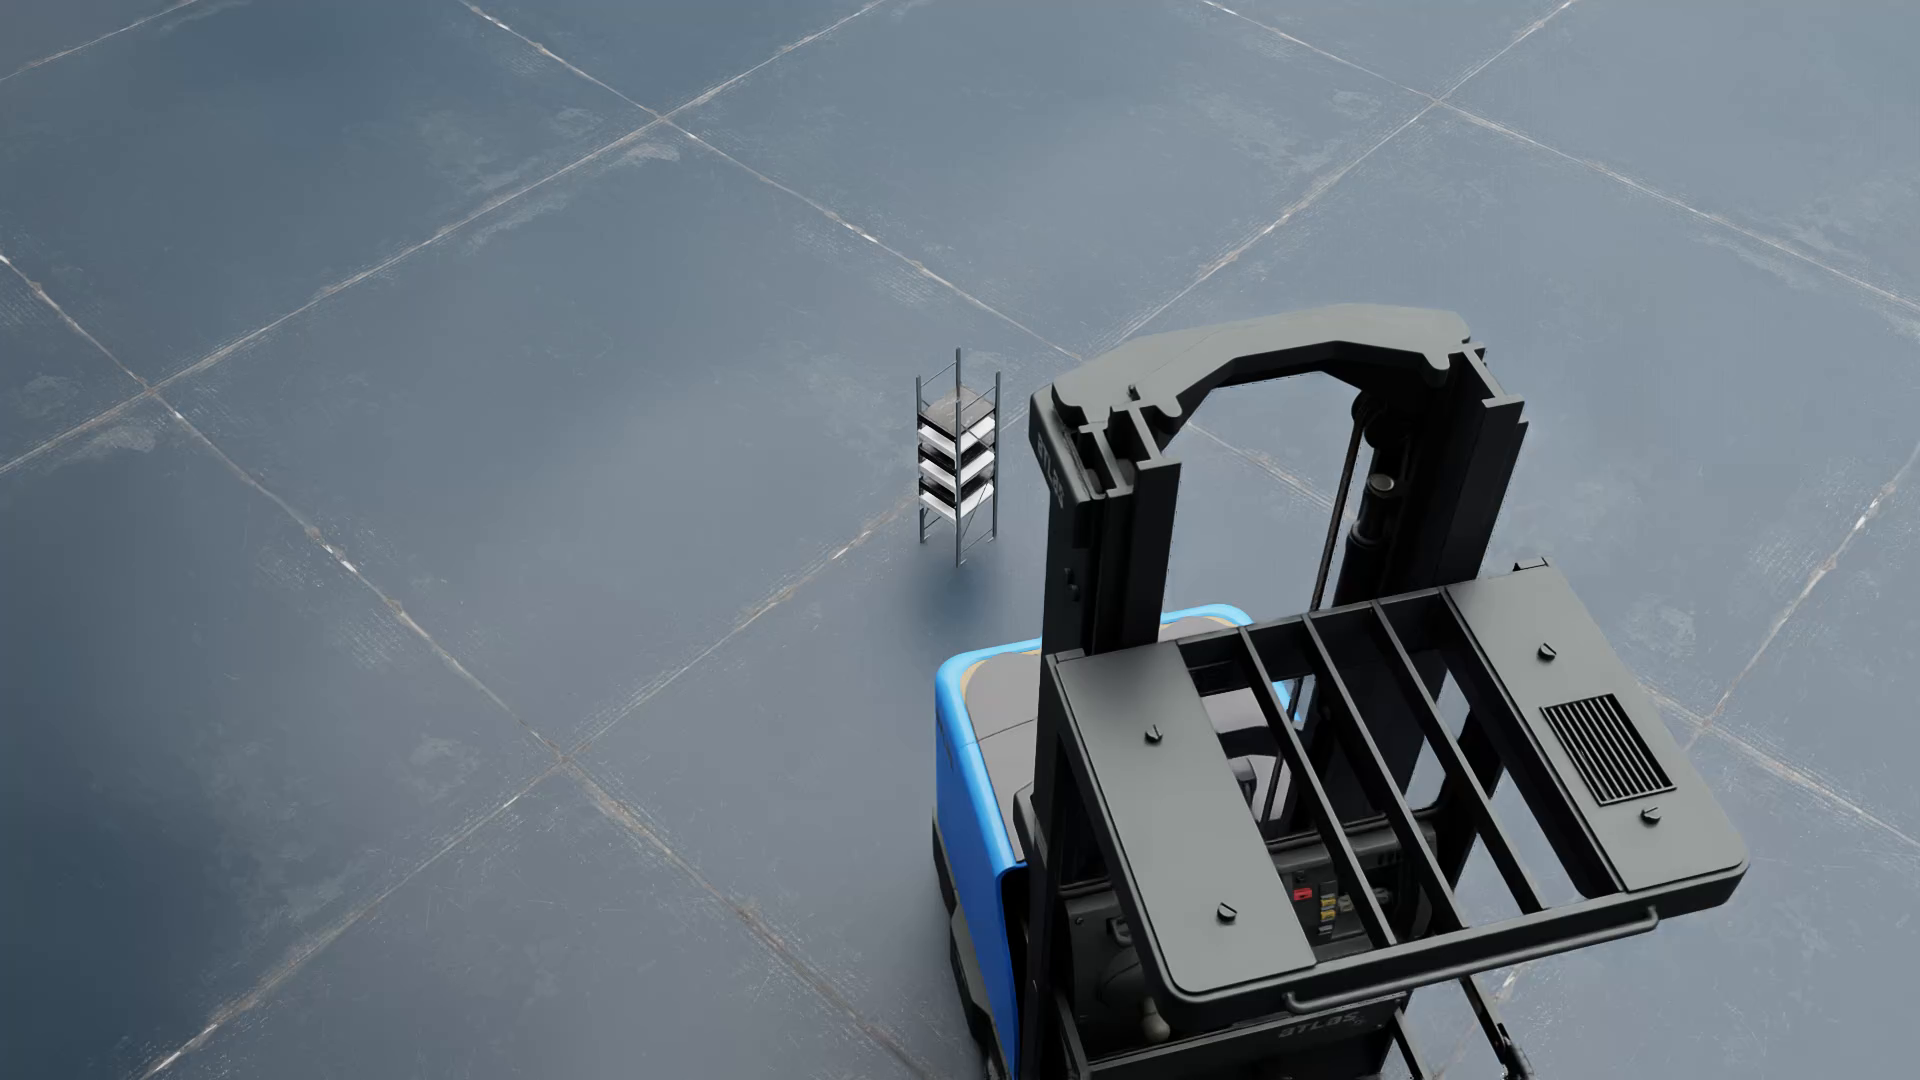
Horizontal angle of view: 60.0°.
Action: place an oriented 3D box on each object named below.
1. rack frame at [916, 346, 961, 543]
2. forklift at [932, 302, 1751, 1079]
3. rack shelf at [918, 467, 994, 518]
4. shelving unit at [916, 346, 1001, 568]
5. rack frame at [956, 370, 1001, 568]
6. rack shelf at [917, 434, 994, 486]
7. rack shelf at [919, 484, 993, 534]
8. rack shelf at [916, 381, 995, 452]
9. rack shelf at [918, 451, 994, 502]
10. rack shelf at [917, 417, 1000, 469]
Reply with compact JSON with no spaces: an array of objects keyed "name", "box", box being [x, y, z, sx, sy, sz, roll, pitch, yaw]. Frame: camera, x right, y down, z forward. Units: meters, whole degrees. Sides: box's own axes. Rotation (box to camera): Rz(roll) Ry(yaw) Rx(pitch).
[{"name":"rack frame","box":[-0.081,-0.362,6.581,0.006,0.900,0.240,34,55,28]},{"name":"forklift","box":[0.764,1.047,3.865,1.130,2.935,3.031,-10,48,-10]},{"name":"rack shelf","box":[-0.006,-0.228,6.624,0.200,0.077,0.258,34,55,28]},{"name":"shelving unit","box":[-0.006,-0.312,6.534,0.210,0.900,0.258,34,55,28]},{"name":"rack frame","box":[0.069,-0.262,6.487,0.006,0.900,0.240,34,55,28]},{"name":"rack shelf","box":[-0.006,-0.351,6.493,0.200,0.077,0.258,34,55,28]},{"name":"rack shelf","box":[-0.006,-0.166,6.690,0.200,0.077,0.258,34,55,28]},{"name":"rack shelf","box":[-0.006,-0.474,6.362,0.200,0.077,0.258,34,55,28]},{"name":"rack shelf","box":[-0.006,-0.289,6.559,0.200,0.077,0.258,34,55,28]},{"name":"rack shelf","box":[-0.006,-0.412,6.427,0.200,0.077,0.258,34,55,28]}]
